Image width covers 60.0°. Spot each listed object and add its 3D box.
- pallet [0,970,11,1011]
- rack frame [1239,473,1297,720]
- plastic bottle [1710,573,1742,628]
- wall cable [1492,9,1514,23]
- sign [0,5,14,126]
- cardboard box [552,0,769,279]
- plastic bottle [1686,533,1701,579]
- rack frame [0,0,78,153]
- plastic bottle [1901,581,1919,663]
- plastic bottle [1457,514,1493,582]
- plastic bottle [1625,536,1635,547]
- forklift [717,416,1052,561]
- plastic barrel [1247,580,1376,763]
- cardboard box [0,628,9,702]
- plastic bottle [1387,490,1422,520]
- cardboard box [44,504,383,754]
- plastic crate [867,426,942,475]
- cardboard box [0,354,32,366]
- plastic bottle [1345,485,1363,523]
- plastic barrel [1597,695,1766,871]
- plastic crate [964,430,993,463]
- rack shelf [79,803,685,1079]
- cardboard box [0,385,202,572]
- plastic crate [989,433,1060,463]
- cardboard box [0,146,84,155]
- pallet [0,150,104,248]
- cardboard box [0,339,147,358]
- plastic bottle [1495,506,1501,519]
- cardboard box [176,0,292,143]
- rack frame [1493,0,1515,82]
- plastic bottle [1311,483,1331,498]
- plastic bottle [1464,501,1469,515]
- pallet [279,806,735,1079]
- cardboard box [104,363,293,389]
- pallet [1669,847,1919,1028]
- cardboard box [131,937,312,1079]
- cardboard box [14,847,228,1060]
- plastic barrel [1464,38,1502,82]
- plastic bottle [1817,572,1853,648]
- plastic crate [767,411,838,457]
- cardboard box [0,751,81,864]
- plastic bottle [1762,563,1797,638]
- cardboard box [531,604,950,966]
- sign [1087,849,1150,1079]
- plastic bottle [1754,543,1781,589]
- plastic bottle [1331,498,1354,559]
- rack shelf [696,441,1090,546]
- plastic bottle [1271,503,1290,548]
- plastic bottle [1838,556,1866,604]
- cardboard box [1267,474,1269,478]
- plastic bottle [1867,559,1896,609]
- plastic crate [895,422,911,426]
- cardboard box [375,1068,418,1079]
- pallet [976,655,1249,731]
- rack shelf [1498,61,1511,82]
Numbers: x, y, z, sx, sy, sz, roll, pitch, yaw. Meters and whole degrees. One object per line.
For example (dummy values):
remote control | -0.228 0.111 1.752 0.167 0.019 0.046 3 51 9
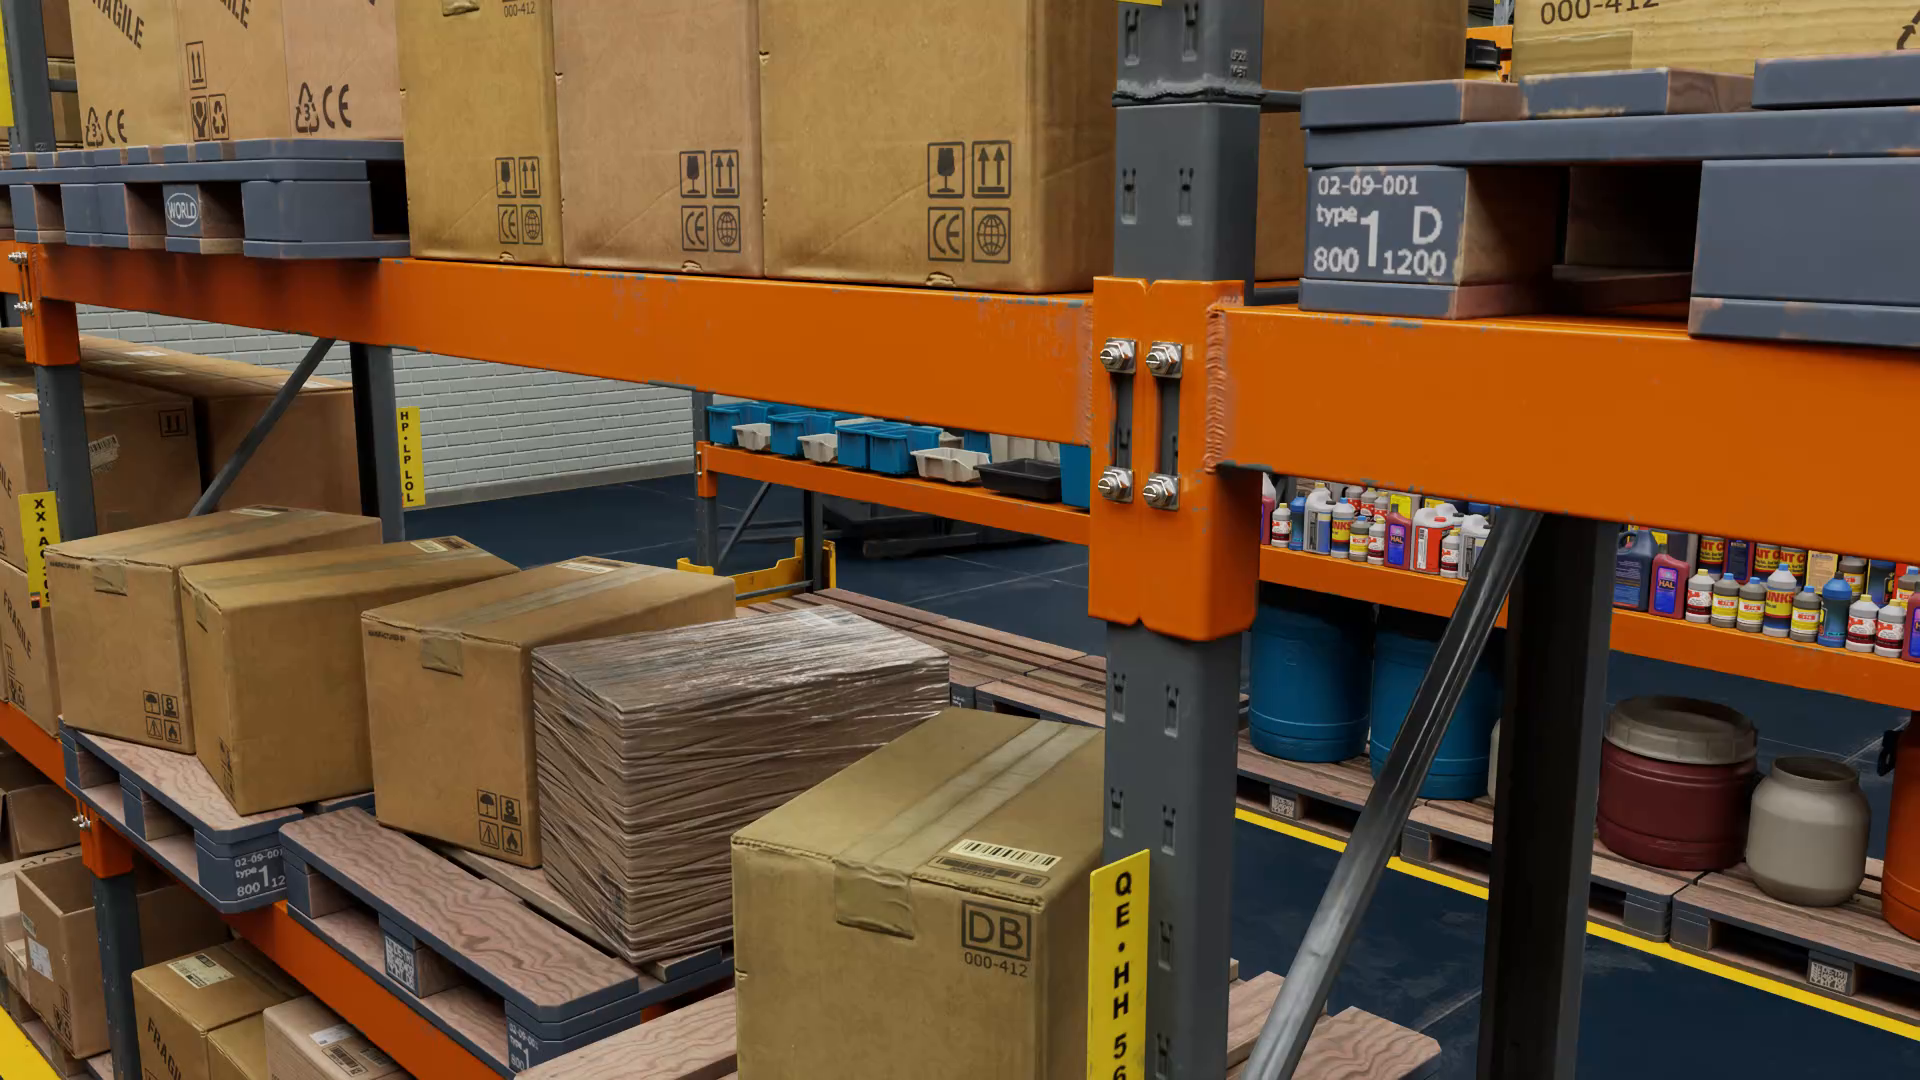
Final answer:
pallet | -3.520 1.463 6.790 1.003 0.211 1.213 -11 16 -43
rack frame | 1.386 -0.315 8.505 1.000 3.000 0.127 -11 16 -43
plastic bottle | 2.931 0.229 6.361 0.097 0.201 0.097 0 12 0
wall cable | 9.989 -10.326 28.449 2.988 3.039 0.133 -11 16 -43
sign | -2.587 -1.271 4.430 0.100 0.325 0.005 -11 16 -43
cardboard box | -0.115 -0.693 2.658 0.910 0.500 0.500 -11 16 -43
plastic bottle | 3.125 0.019 7.191 0.152 0.276 0.135 -11 16 -43
rack frame | -2.199 -2.563 4.552 1.000 3.000 0.127 -11 16 -43
plastic bottle | 3.401 0.293 5.845 0.061 0.283 0.133 -11 16 -43
plastic bottle | 2.229 0.036 7.112 0.152 0.276 0.135 -11 16 -43
plastic bottle | 2.747 0.113 6.719 0.061 0.283 0.133 -11 16 -43
forklift | -0.644 -1.383 13.860 3.031 2.935 1.130 -5 13 -22
plastic barrel | 1.749 0.589 8.277 0.600 0.901 0.708 -11 16 -43
cardboard box | -3.087 0.214 5.692 0.500 0.500 0.500 -10 16 -41
plastic bottle | 2.153 -0.182 7.982 0.144 0.351 0.185 -11 16 -43
cardboard box | -2.034 0.221 4.618 0.500 0.500 0.700 6 13 26
plastic crate | -0.328 -0.528 9.806 0.416 0.233 0.300 -11 16 -43
cardboard box | -3.786 -0.423 6.305 0.500 0.500 0.500 -11 16 -43
plastic bottle | 1.992 -0.192 8.401 0.097 0.201 0.097 0 12 0
plastic barrel | 3.018 1.011 7.007 0.600 0.588 0.708 -11 16 -43
plastic crate | 0.227 -0.582 10.068 0.416 0.233 0.300 -11 16 -43
rack shelf | -0.818 1.019 3.813 1.077 0.370 4.000 -11 16 -43
cardboard box | -2.736 -0.201 5.229 0.500 0.500 0.500 -11 16 -42
plastic crate | 0.464 -0.534 9.717 0.437 0.282 0.530 -11 16 -43
cardboard box | -2.728 -1.054 5.034 0.500 0.250 0.500 -11 16 -43
pallet | -1.800 -0.897 4.364 1.213 0.211 1.003 -11 16 -43
cardboard box | -3.745 -0.572 7.029 0.500 0.500 0.500 -10 16 -41
plastic bottle | 2.508 -0.072 7.648 0.097 0.271 0.097 0 12 0
cardboard box | -1.427 -1.220 3.927 0.600 0.600 0.600 -11 16 -43
rack frame | 5.863 -5.203 17.366 1.000 3.000 0.127 -11 16 -43
plastic bottle | 1.814 -0.185 8.367 0.097 0.201 0.097 0 12 0
plastic bottle | 2.385 -0.175 7.949 0.144 0.351 0.185 -11 16 -43
pallet | -0.783 0.770 3.717 1.003 0.211 1.213 -11 16 -43
cardboard box | -2.678 -0.347 5.935 0.500 0.500 0.500 11 16 43
pallet | 3.573 1.526 6.483 1.003 0.211 1.213 -11 16 -43
cardboard box | -2.042 1.488 4.857 0.500 0.500 0.500 11 16 43
cardboard box | -2.798 1.340 5.577 0.500 0.500 0.500 -11 16 -43
plastic barrel | 2.163 -1.977 7.632 0.600 0.588 0.600 0 12 0
plastic bottle | 3.200 0.251 6.078 0.097 0.271 0.097 0 12 0
plastic crate | -0.990 -0.668 10.485 0.416 0.233 0.300 -11 16 -43
cardboard box | -3.501 1.109 6.692 0.797 0.503 0.637 -11 16 -43
plastic bottle | 3.065 0.223 6.216 0.097 0.271 0.097 0 12 0
cardboard box | -0.447 0.468 3.418 0.700 0.500 0.500 -7 14 -32
sign | 0.177 0.508 1.841 0.100 0.325 0.005 -11 16 -43
plastic bottle | 3.384 0.068 6.965 0.097 0.271 0.097 0 12 0
plastic bottle | 1.743 -0.057 7.572 0.097 0.271 0.097 0 12 0
rack shelf | 0.005 -0.254 9.994 1.077 0.370 4.000 -11 16 -43
plastic bottle | 1.515 -0.071 7.813 0.097 0.201 0.097 0 12 0
plastic bottle | 3.611 0.151 6.739 0.097 0.201 0.097 0 12 0
cardboard box | 2.705 -0.671 14.461 0.875 0.875 0.875 -11 16 -43
plastic bottle | 3.659 0.144 6.597 0.097 0.271 0.097 0 12 0
plastic crate | -0.493 -0.661 10.689 0.396 0.136 0.243 -11 16 -43
cardboard box | -1.004 1.340 3.718 0.500 0.250 0.500 -11 16 -44
pallet | 0.850 0.949 9.281 1.003 0.211 1.213 -11 16 -43
rack shelf | 7.244 -4.557 16.022 1.077 0.370 4.000 -11 16 -43
